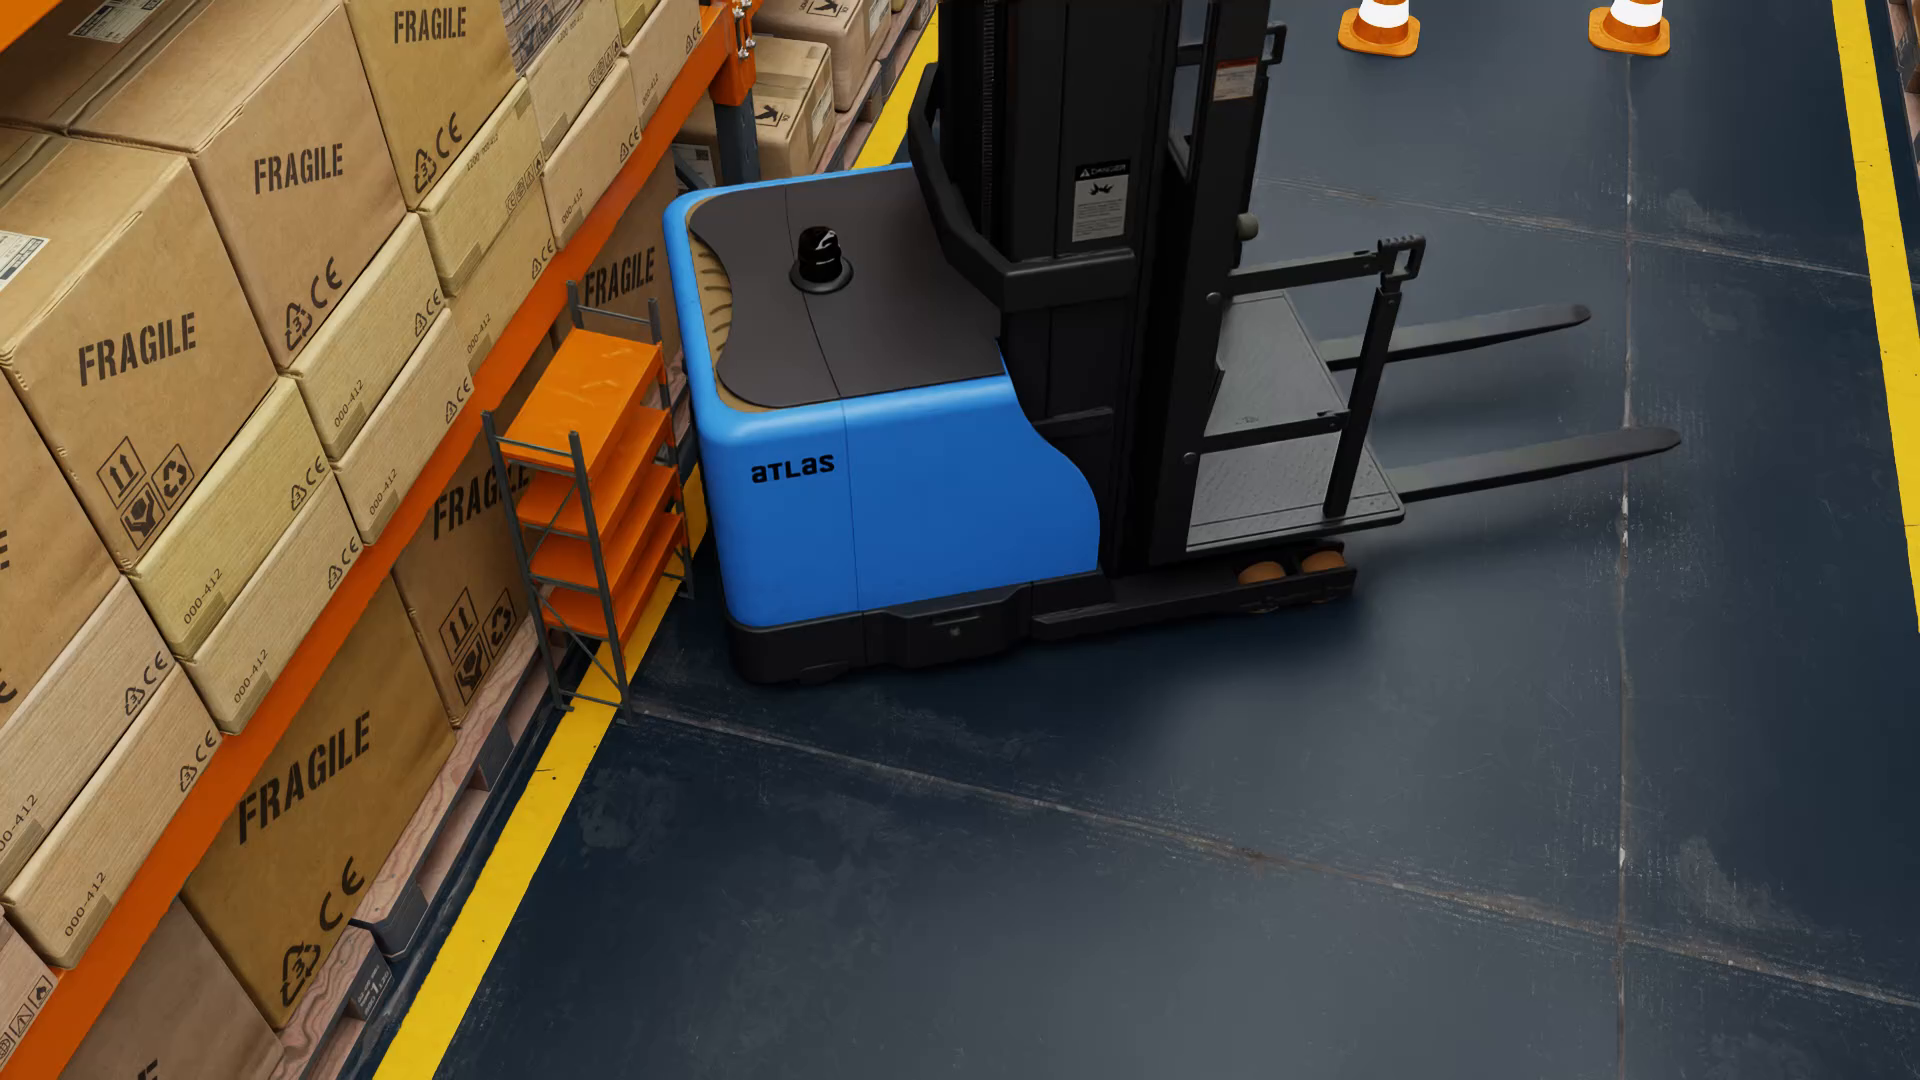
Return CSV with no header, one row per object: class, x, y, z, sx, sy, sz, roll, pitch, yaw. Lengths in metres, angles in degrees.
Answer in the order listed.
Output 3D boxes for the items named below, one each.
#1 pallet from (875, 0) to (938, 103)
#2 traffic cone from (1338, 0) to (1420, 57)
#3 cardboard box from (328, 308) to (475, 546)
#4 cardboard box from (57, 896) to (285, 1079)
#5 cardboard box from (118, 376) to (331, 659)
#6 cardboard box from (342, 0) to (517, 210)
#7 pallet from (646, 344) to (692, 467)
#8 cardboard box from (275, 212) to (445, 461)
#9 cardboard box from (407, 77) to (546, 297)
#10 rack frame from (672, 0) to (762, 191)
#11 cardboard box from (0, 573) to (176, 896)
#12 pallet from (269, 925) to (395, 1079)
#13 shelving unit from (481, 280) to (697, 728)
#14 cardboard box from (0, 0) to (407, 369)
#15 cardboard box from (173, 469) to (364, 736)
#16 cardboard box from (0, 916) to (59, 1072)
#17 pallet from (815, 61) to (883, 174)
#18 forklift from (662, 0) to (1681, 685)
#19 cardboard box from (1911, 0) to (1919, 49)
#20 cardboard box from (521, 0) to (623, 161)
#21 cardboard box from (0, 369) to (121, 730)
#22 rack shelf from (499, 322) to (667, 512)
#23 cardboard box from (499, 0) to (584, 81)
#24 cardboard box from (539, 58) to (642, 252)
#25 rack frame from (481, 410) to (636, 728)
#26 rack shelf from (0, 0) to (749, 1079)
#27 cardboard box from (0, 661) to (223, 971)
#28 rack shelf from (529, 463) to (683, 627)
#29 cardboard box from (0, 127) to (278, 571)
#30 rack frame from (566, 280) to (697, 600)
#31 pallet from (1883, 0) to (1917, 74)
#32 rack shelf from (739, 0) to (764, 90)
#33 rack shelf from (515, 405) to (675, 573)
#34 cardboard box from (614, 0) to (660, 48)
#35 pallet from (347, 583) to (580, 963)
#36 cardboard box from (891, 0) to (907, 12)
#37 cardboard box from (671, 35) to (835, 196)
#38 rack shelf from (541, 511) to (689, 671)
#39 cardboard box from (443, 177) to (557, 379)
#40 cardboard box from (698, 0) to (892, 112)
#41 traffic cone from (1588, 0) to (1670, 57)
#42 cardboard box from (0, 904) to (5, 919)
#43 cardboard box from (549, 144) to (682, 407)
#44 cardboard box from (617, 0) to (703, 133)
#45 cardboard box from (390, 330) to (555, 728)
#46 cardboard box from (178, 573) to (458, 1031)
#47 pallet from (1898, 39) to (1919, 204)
pallet,-0.627,-2.388,7.217,1.003,0.211,1.213,12,50,10
traffic cone,1.808,-2.340,7.006,0.336,0.463,0.334,12,50,10
cardboard box,-1.414,-0.292,3.607,0.500,0.250,0.500,11,49,9
cardboard box,-2.124,1.127,3.392,0.875,0.875,0.875,13,50,11
cardboard box,-1.554,-0.094,3.099,0.500,0.250,0.500,12,50,11
cardboard box,-1.305,-1.074,3.464,0.500,0.500,0.500,12,50,10
pallet,-1.437,-0.388,5.452,1.003,0.211,1.213,12,50,10
cardboard box,-1.422,-0.460,3.422,0.500,0.250,0.500,10,49,9
cardboard box,-1.286,-0.836,3.754,0.500,0.250,0.500,10,49,9
rack frame,-1.157,-1.866,4.897,1.000,3.000,0.127,12,50,10
cardboard box,-1.712,0.266,2.781,0.500,0.250,0.500,12,50,11
pallet,-2.080,1.377,3.894,1.003,0.211,1.213,12,50,10
shelving unit,-0.966,-0.061,4.496,0.258,1.200,0.503,13,50,8
cardboard box,-1.445,-0.709,3.142,0.500,0.500,0.500,11,49,9
cardboard box,-1.555,0.068,3.289,0.500,0.250,0.500,11,50,10
cardboard box,-1.840,0.810,2.634,0.500,0.250,0.500,11,49,9
pallet,-0.950,-1.509,6.441,1.003,0.211,1.213,12,50,10
forklift,0.721,-1.127,4.289,3.031,2.935,1.130,-10,49,-8
cardboard box,4.363,-2.087,6.311,1.050,0.750,0.750,12,50,10
cardboard box,-1.171,-1.210,4.084,0.500,0.250,0.500,10,49,9
cardboard box,-1.710,0.028,2.491,0.500,0.500,0.500,11,50,10
rack shelf,-0.951,-0.317,4.198,0.258,0.148,0.480,13,50,8
cardboard box,-1.168,-1.432,3.780,0.500,0.500,0.500,12,50,11
cardboard box,-1.159,-1.027,4.256,0.500,0.250,0.500,12,50,11
rack frame,-1.029,0.116,4.340,0.240,1.200,0.015,13,50,8
rack shelf,-1.684,-0.182,3.889,1.077,0.370,4.000,12,50,10
cardboard box,-1.705,0.436,2.965,0.500,0.250,0.500,10,49,9
rack shelf,-0.968,-0.017,4.547,0.258,0.148,0.480,13,50,8
cardboard box,-1.575,-0.334,2.811,0.500,0.500,0.500,10,49,9
rack frame,-0.902,-0.238,4.651,0.240,1.200,0.015,13,50,8
pallet,4.567,-2.360,7.192,1.003,0.211,1.213,12,50,10
rack shelf,-0.631,-3.075,6.443,1.077,0.370,4.000,12,50,10
rack shelf,-0.960,-0.163,4.377,0.258,0.148,0.480,13,50,8
cardboard box,-1.040,-1.582,4.412,0.500,0.250,0.500,11,50,10
pallet,-1.761,0.491,4.675,1.003,0.211,1.213,12,50,10
cardboard box,-0.607,-2.625,7.039,0.950,0.372,0.625,13,50,11
cardboard box,-0.999,-1.542,6.083,0.950,0.372,0.625,9,49,7
rack shelf,-0.975,0.112,4.697,0.258,0.148,0.480,13,50,8
cardboard box,-1.307,-0.666,3.937,0.500,0.250,0.500,11,50,10
cardboard box,-0.812,-2.078,6.556,0.950,0.372,0.625,11,49,9
traffic cone,2.888,-2.344,7.010,0.336,0.463,0.334,12,50,10
cardboard box,-1.822,0.649,2.444,0.500,0.250,0.500,10,49,9
cardboard box,-1.419,-0.819,5.109,0.875,0.875,0.875,11,50,10
cardboard box,-1.040,-1.400,4.585,0.500,0.250,0.500,10,49,9
cardboard box,-1.658,-0.175,4.541,0.875,0.875,0.875,12,50,10
cardboard box,-1.894,0.472,3.970,0.875,0.875,0.875,13,50,11
pallet,4.248,-1.475,6.411,1.003,0.211,1.213,12,50,10
